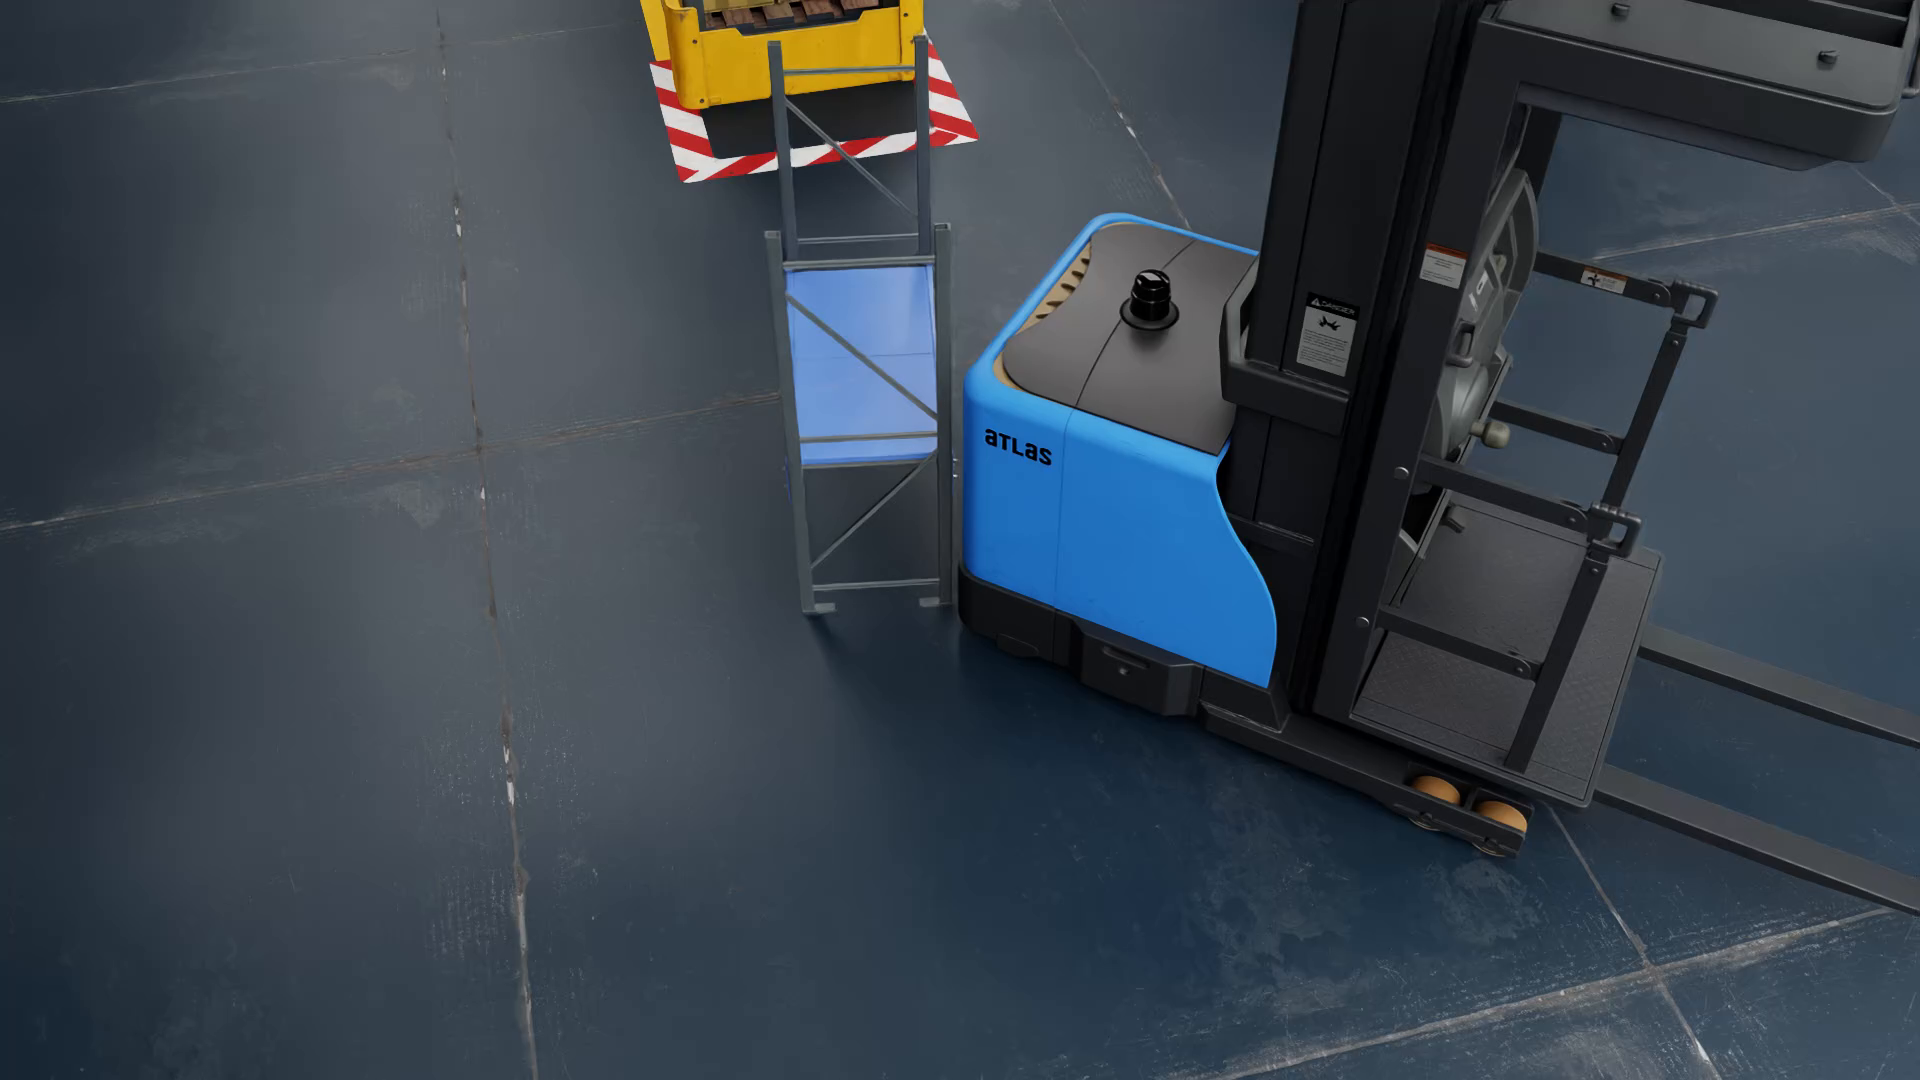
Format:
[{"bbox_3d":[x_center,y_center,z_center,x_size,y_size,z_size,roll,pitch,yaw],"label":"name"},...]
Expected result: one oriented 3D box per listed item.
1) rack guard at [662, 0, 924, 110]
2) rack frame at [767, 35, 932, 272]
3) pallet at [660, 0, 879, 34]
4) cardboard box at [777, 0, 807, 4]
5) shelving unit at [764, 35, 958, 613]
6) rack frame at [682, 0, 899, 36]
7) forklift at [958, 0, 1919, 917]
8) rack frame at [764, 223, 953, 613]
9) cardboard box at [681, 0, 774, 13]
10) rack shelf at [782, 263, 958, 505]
[{"bbox_3d":[-0.765,-2.384,7.736,1.175,0.500,0.348,-11,47,-10],"label":"rack guard"},{"bbox_3d":[-0.349,-1.031,5.710,0.500,1.500,0.032,-3,46,-3],"label":"rack frame"},{"bbox_3d":[-1.007,-2.820,8.366,1.003,0.211,1.213,-11,47,-10],"label":"pallet"},{"bbox_3d":[-0.693,-2.871,8.095,0.500,0.250,0.500,-11,47,-10],"label":"cardboard box"},{"bbox_3d":[-0.312,-0.669,5.355,0.538,1.500,1.048,-3,46,-3],"label":"shelving unit"},{"bbox_3d":[-0.771,-3.275,6.860,1.000,3.000,0.127,-11,47,-10],"label":"rack frame"},{"bbox_3d":[1.541,-0.544,4.230,3.031,2.935,1.130,21,49,19],"label":"forklift"},{"bbox_3d":[-0.275,-0.307,5.000,0.500,1.500,0.032,-3,46,-3],"label":"rack frame"},{"bbox_3d":[-1.194,-2.776,8.002,0.500,0.250,0.500,-11,47,-10],"label":"cardboard box"},{"bbox_3d":[-0.312,-0.543,5.484,0.538,0.185,1.000,-3,46,-3],"label":"rack shelf"}]
